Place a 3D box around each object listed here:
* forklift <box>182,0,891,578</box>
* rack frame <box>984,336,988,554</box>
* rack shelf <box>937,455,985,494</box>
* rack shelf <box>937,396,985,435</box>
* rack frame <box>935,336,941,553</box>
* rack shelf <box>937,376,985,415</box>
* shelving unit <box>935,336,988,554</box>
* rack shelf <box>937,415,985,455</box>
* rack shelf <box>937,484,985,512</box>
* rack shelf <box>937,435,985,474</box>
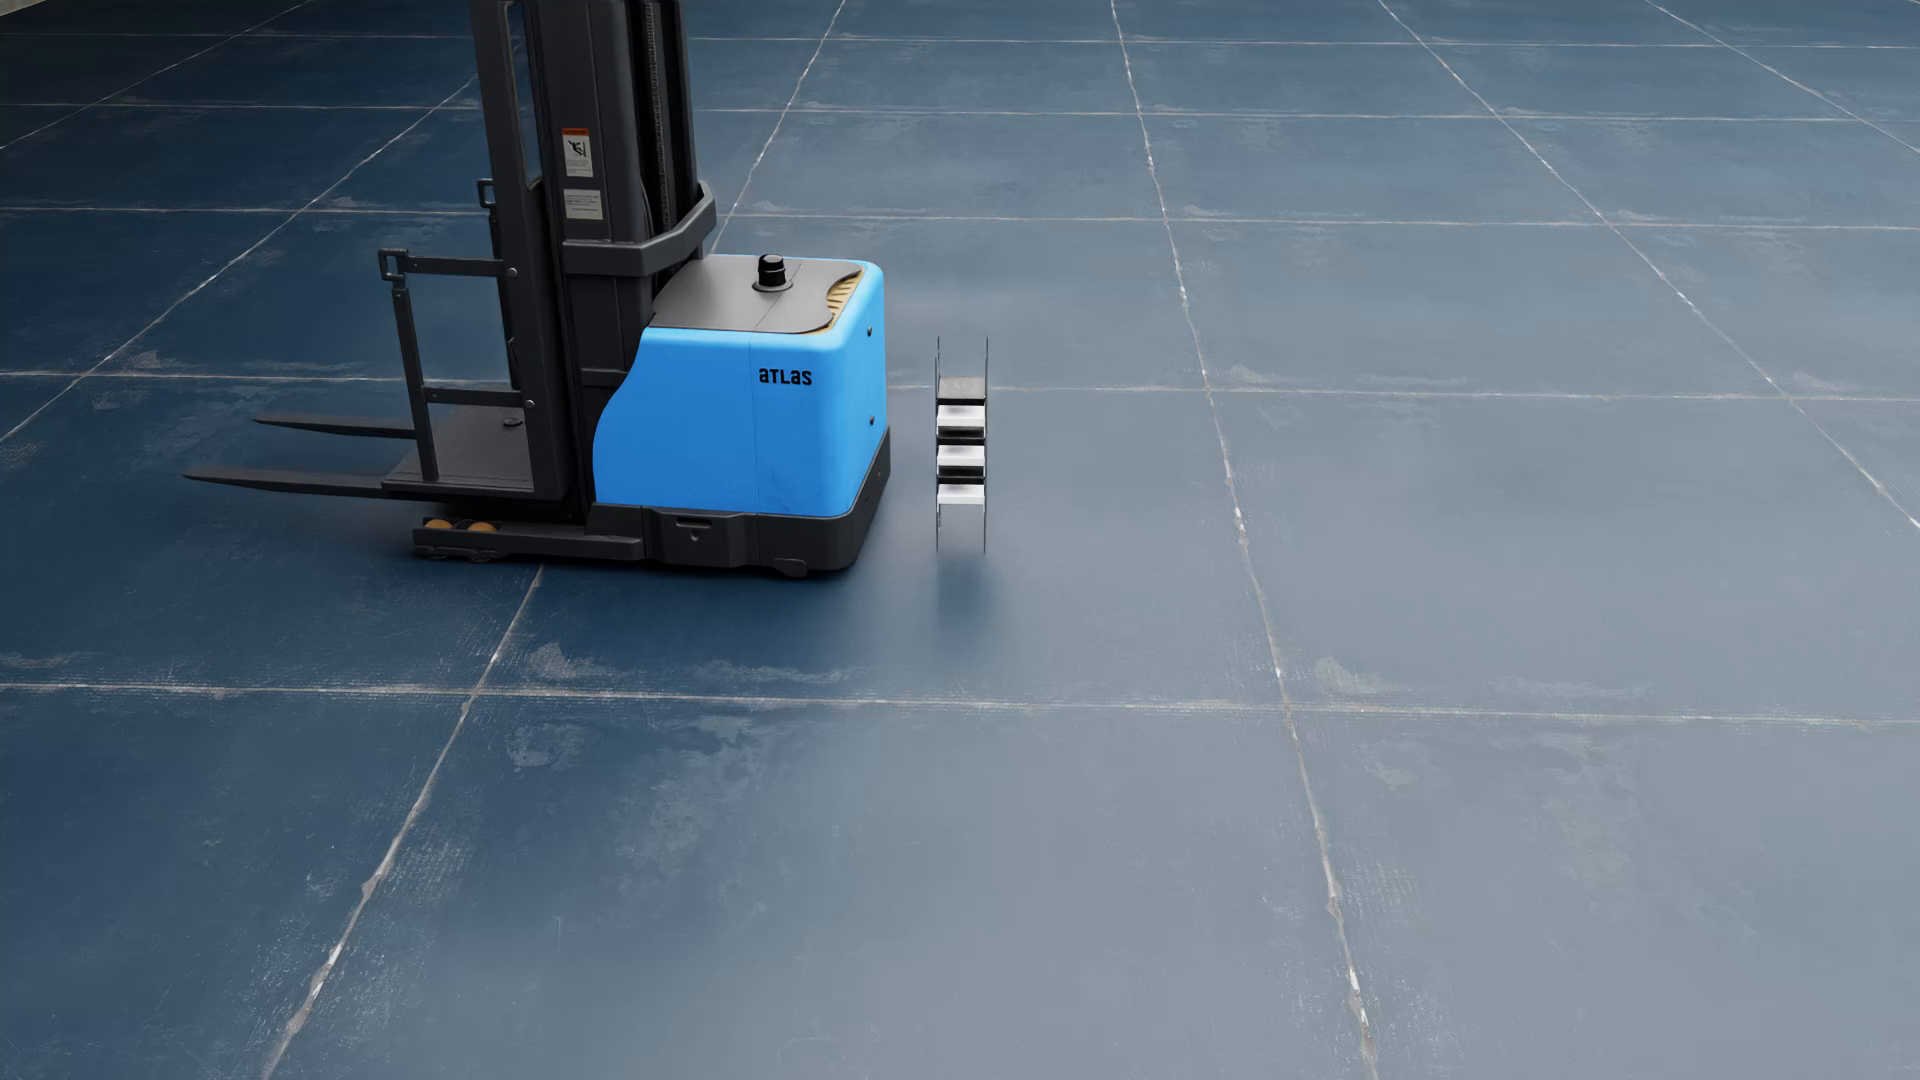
[{"bbox_3d":[-1.880,-1.440,6.838,3.031,2.935,1.130,4,28,7],"label":"forklift"},{"bbox_3d":[0.110,-0.396,7.036,0.006,0.900,0.240,1,28,2],"label":"rack frame"},{"bbox_3d":[0.008,-0.288,7.097,0.200,0.077,0.258,1,28,2],"label":"rack shelf"},{"bbox_3d":[0.008,-0.527,6.970,0.200,0.077,0.258,1,28,2],"label":"rack shelf"},{"bbox_3d":[-0.093,-0.399,7.042,0.006,0.900,0.240,1,28,2],"label":"rack frame"},{"bbox_3d":[0.008,-0.607,6.928,0.200,0.077,0.258,1,28,2],"label":"rack shelf"},{"bbox_3d":[0.008,-0.397,7.039,0.210,0.900,0.258,1,28,2],"label":"shelving unit"},{"bbox_3d":[0.008,-0.448,7.012,0.200,0.077,0.258,1,28,2],"label":"rack shelf"},{"bbox_3d":[0.008,-0.209,7.139,0.200,0.077,0.258,1,28,2],"label":"rack shelf"},{"bbox_3d":[0.008,-0.368,7.055,0.200,0.077,0.258,1,28,2],"label":"rack shelf"}]
